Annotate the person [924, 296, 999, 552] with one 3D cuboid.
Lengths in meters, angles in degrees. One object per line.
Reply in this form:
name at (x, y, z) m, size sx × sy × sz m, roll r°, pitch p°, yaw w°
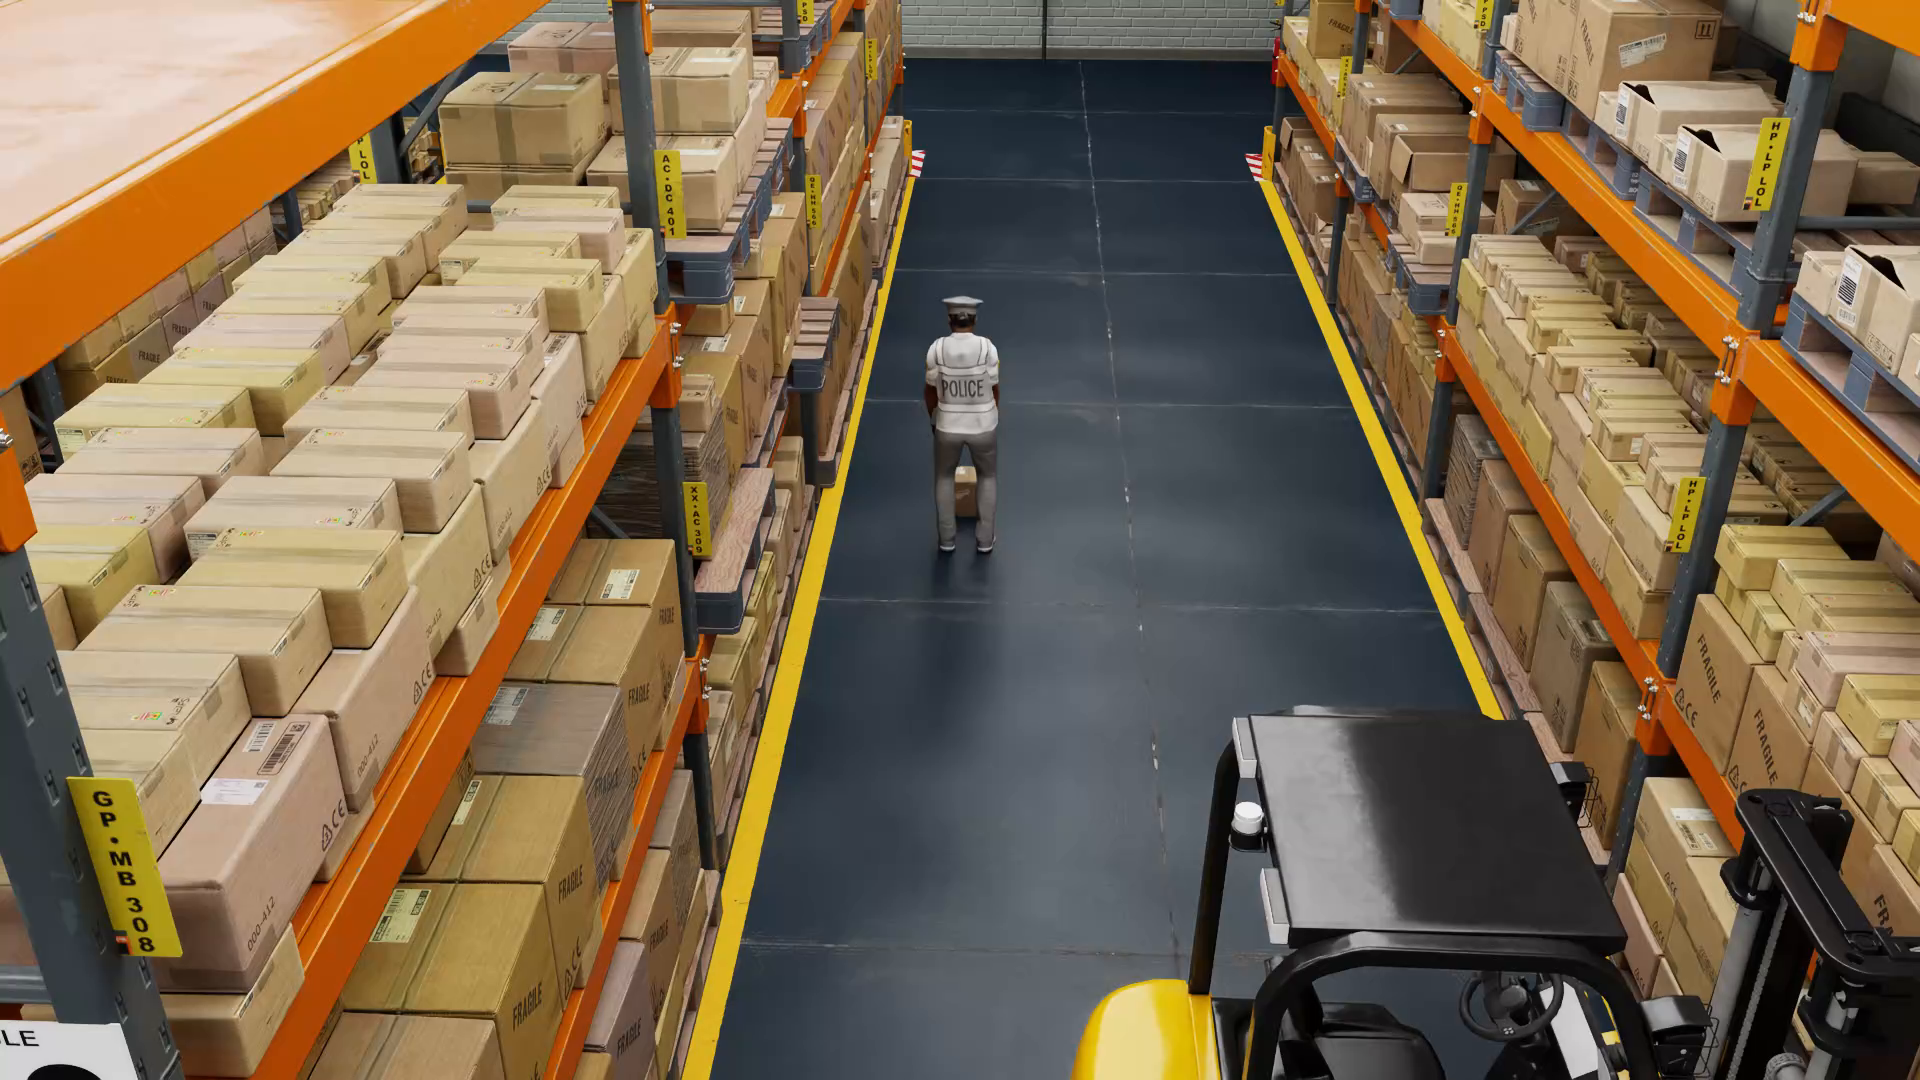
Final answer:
person at (0.010, -0.695, 10.199) m, size 0.457 × 1.624 × 0.442 m, roll 2°, pitch 28°, yaw 3°
